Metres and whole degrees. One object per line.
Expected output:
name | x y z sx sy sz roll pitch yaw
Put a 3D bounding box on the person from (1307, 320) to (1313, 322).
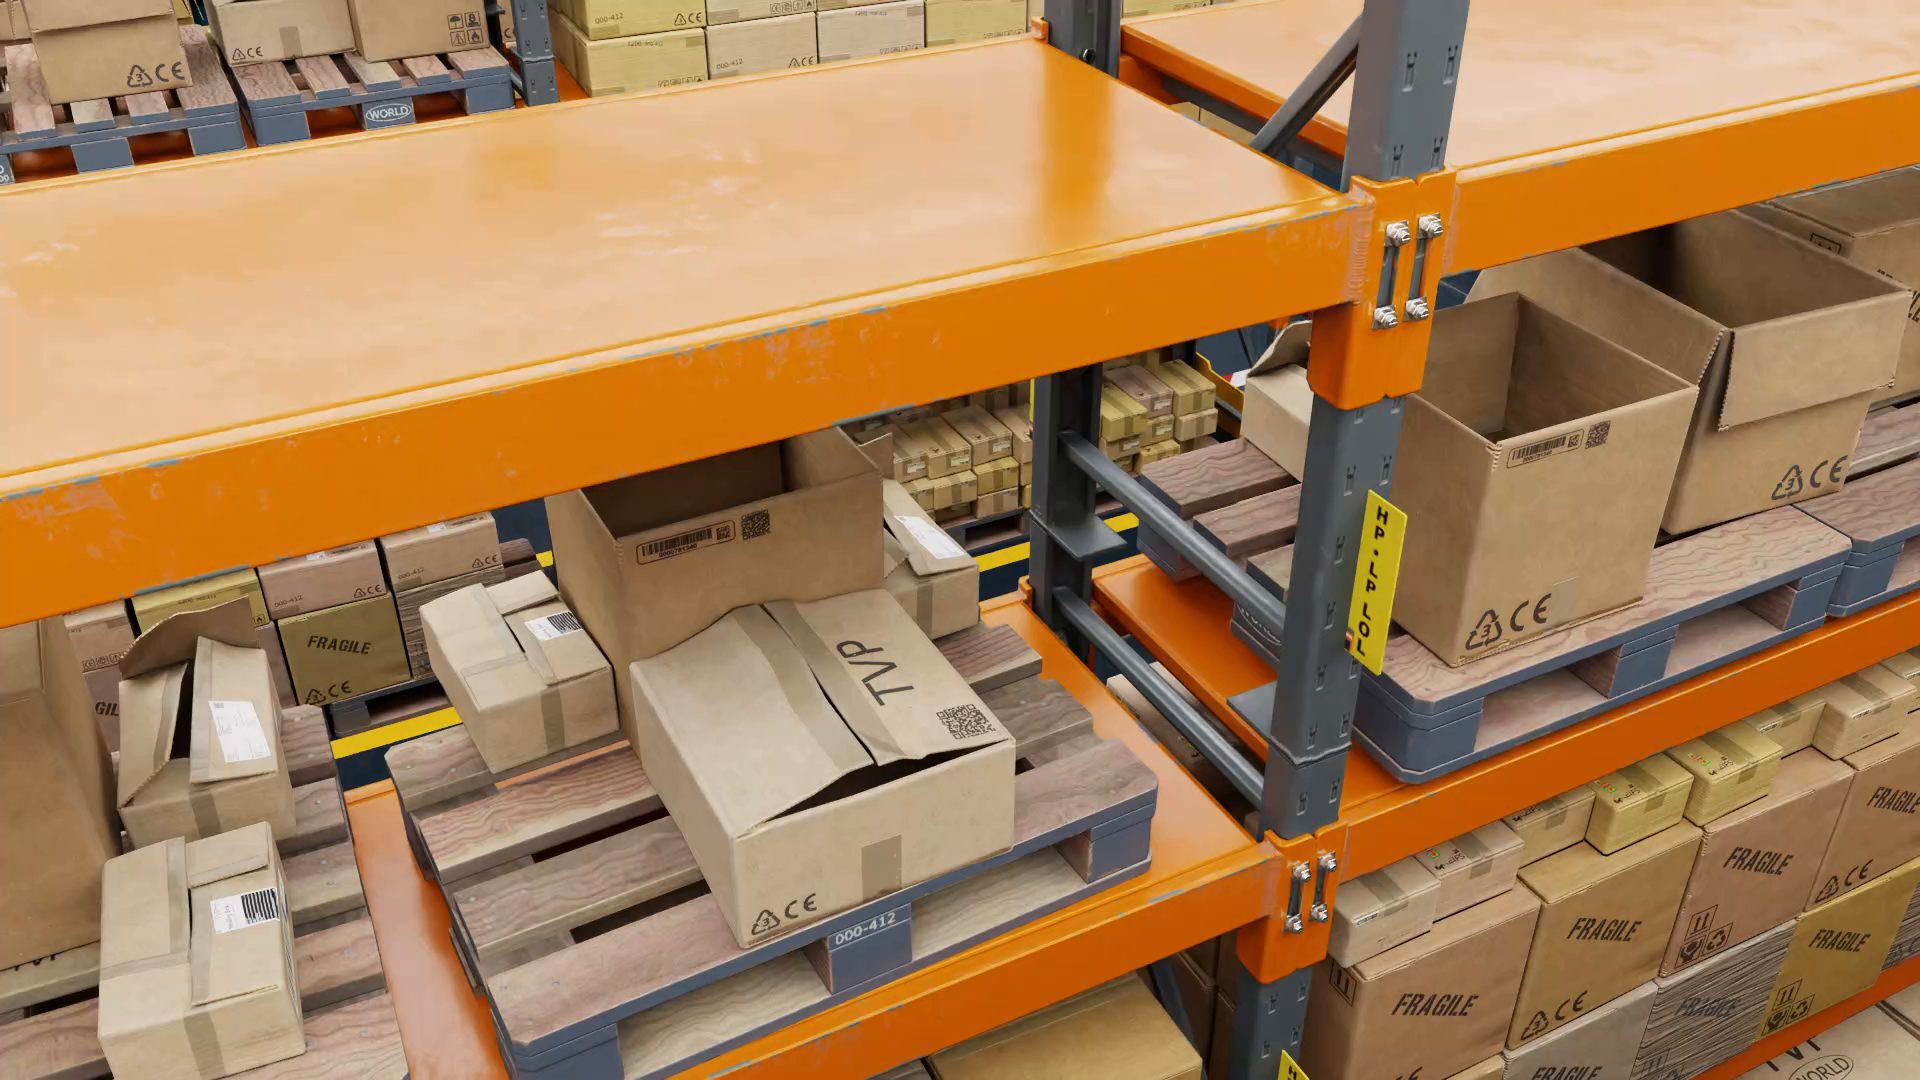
person | 1.929 -0.536 8.454 1.092 1.721 0.617 -15 35 -22
